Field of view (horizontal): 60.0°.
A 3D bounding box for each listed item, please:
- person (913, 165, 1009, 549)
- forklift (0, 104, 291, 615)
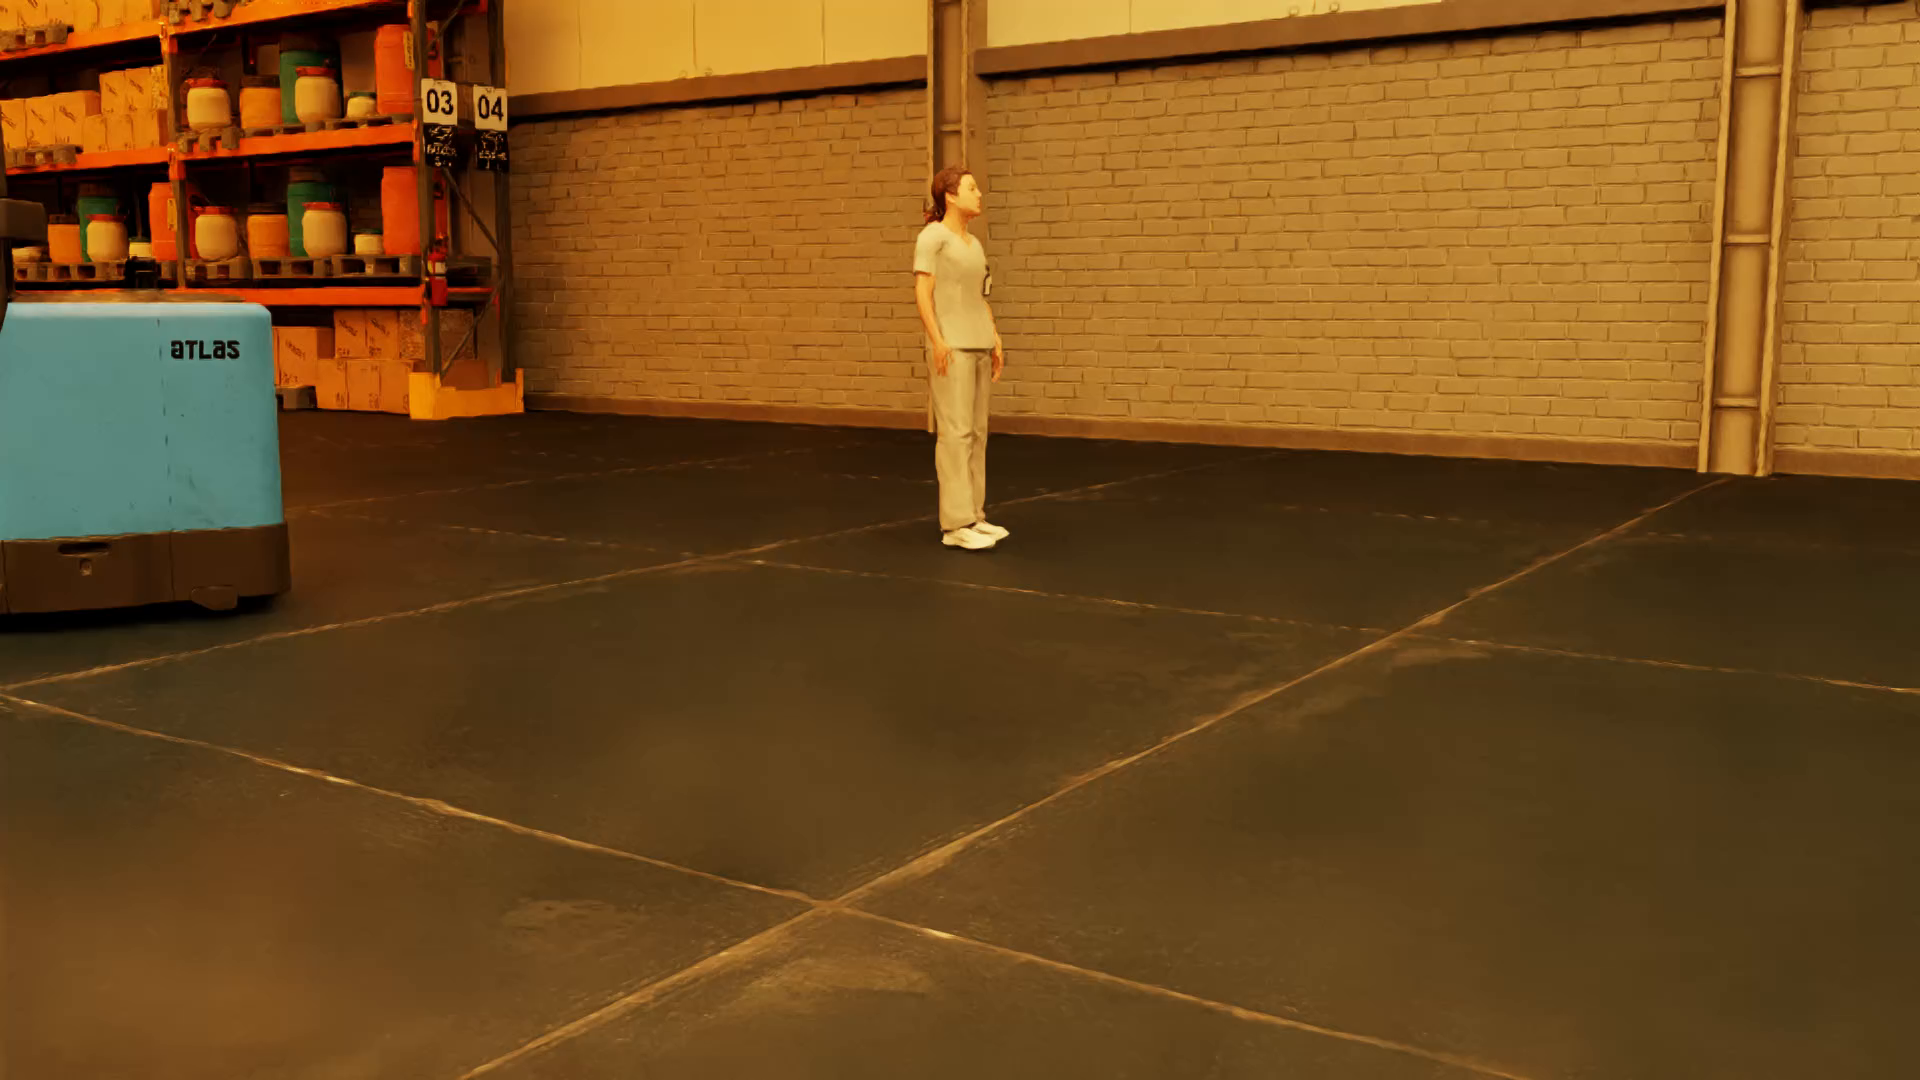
[{"bbox_3d":[0.054,-0.829,7.433,0.548,1.674,0.550,5,10,34],"label":"person"},{"bbox_3d":[-3.908,-1.163,5.373,3.031,2.935,1.130,-4,9,-27],"label":"forklift"}]
